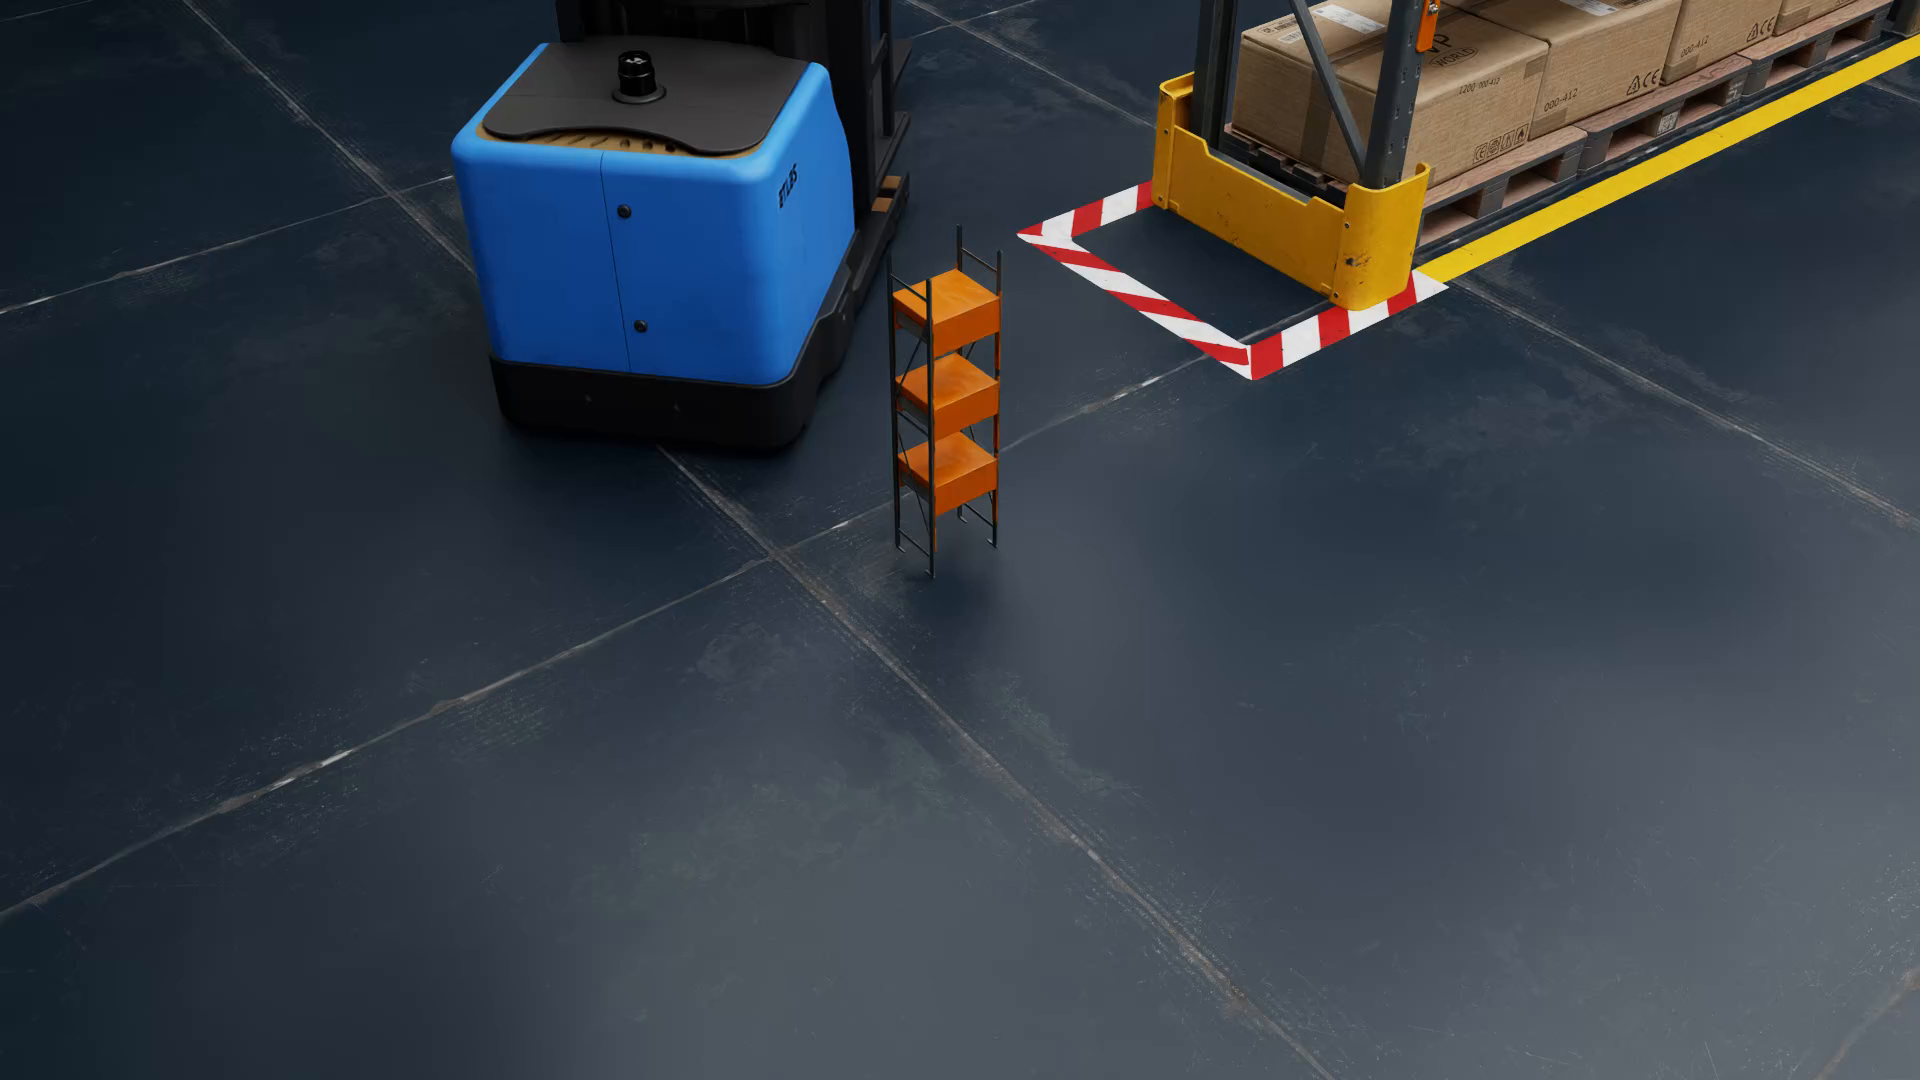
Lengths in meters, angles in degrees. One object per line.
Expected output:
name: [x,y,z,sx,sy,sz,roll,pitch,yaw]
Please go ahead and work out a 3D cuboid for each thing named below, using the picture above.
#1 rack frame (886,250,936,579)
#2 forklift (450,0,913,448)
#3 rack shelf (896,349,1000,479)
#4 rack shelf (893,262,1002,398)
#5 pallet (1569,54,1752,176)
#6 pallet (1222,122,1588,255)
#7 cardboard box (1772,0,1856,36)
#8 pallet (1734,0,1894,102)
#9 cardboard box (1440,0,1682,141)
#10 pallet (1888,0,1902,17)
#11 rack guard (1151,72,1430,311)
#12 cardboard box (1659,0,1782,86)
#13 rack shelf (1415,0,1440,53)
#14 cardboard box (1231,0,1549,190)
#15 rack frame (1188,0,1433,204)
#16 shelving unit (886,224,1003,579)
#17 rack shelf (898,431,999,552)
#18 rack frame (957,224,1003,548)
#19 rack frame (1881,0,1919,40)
rack frame: [-0.139,-0.338,4.834,0.008,1.050,0.200,-26,46,-28]
forklift: [-0.816,-2.375,5.834,1.130,2.935,3.031,6,40,8]
rack shelf: [-0.042,-0.377,4.899,0.240,0.259,0.215,-26,46,-28]
rack shelf: [-0.042,-0.596,4.719,0.240,0.259,0.215,-26,46,-28]
pallet: [2.841,-2.119,7.667,1.213,0.211,1.003,-26,46,-28]
pallet: [1.874,-1.650,7.096,1.213,0.211,1.003,-26,46,-28]
cardboard box: [3.897,-2.909,8.120,0.875,0.438,0.875,-27,46,-29]
pallet: [3.809,-2.593,8.245,1.213,0.211,1.003,-26,46,-28]
cardboard box: [2.471,-2.215,7.274,0.875,0.438,0.875,-25,45,-27]
pallet: [5.026,-3.184,8.965,1.213,0.211,1.003,-26,46,-28]
rack guard: [1.269,-1.405,6.568,0.348,0.500,1.175,-26,46,-28]
cardboard box: [3.187,-2.563,7.698,0.875,0.438,0.875,-27,47,-29]
rack shelf: [2.874,-2.875,6.957,4.000,0.370,1.077,-26,46,-28]
cardboard box: [1.751,-1.857,6.838,0.875,0.438,0.875,-28,47,-29]
rack frame: [1.288,-2.380,5.786,0.127,3.000,1.000,-26,46,-28]
shelving unit: [-0.042,-0.385,4.892,0.252,1.050,0.215,-26,46,-28]
rack shelf: [-0.042,-0.162,5.075,0.240,0.259,0.215,-26,46,-28]
rack frame: [0.054,-0.432,4.949,0.008,1.050,0.200,-26,46,-28]
rack frame: [4.460,-3.926,7.671,0.127,3.000,1.000,-26,46,-28]
